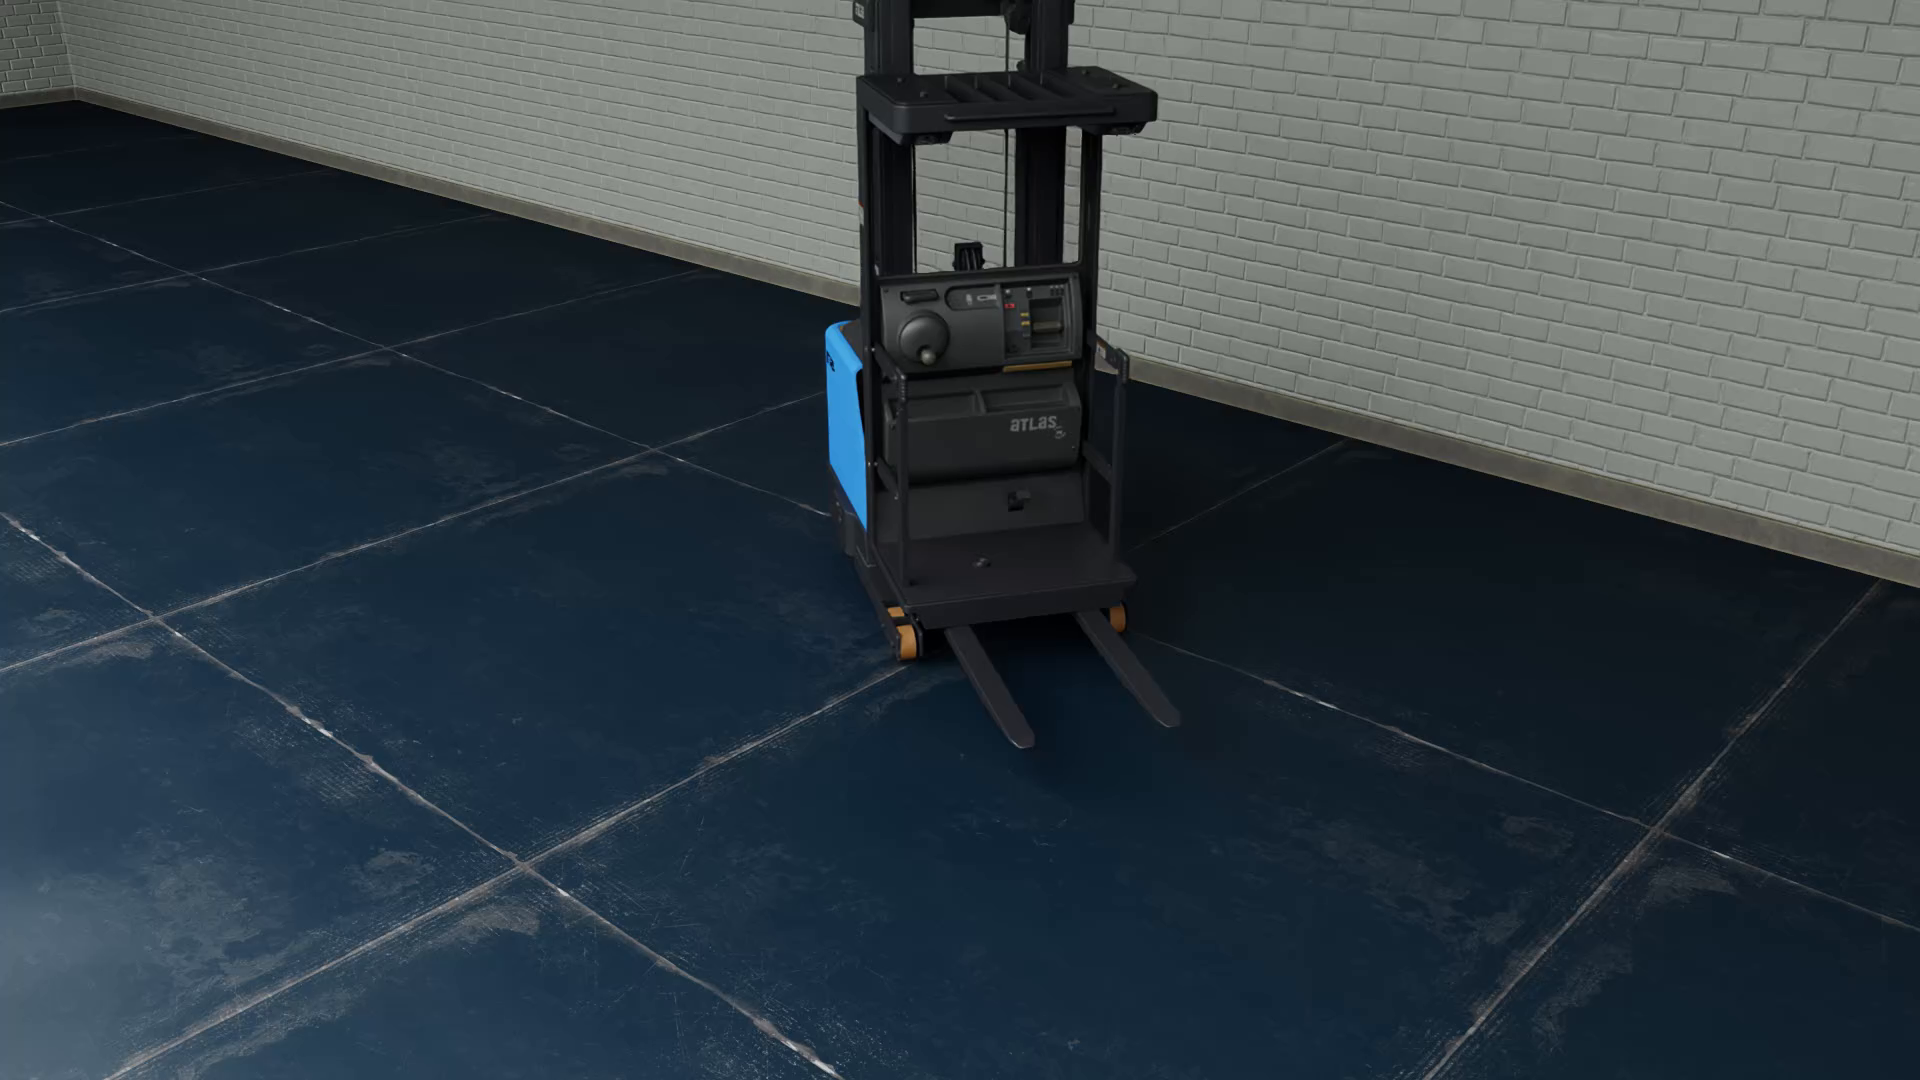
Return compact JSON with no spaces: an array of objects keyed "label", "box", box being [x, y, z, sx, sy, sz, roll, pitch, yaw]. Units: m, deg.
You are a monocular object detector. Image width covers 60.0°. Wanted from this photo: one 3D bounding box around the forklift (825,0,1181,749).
[{"label":"forklift","box":[0.160,-0.965,7.319,1.130,2.935,3.031,-6,25,-14]}]
